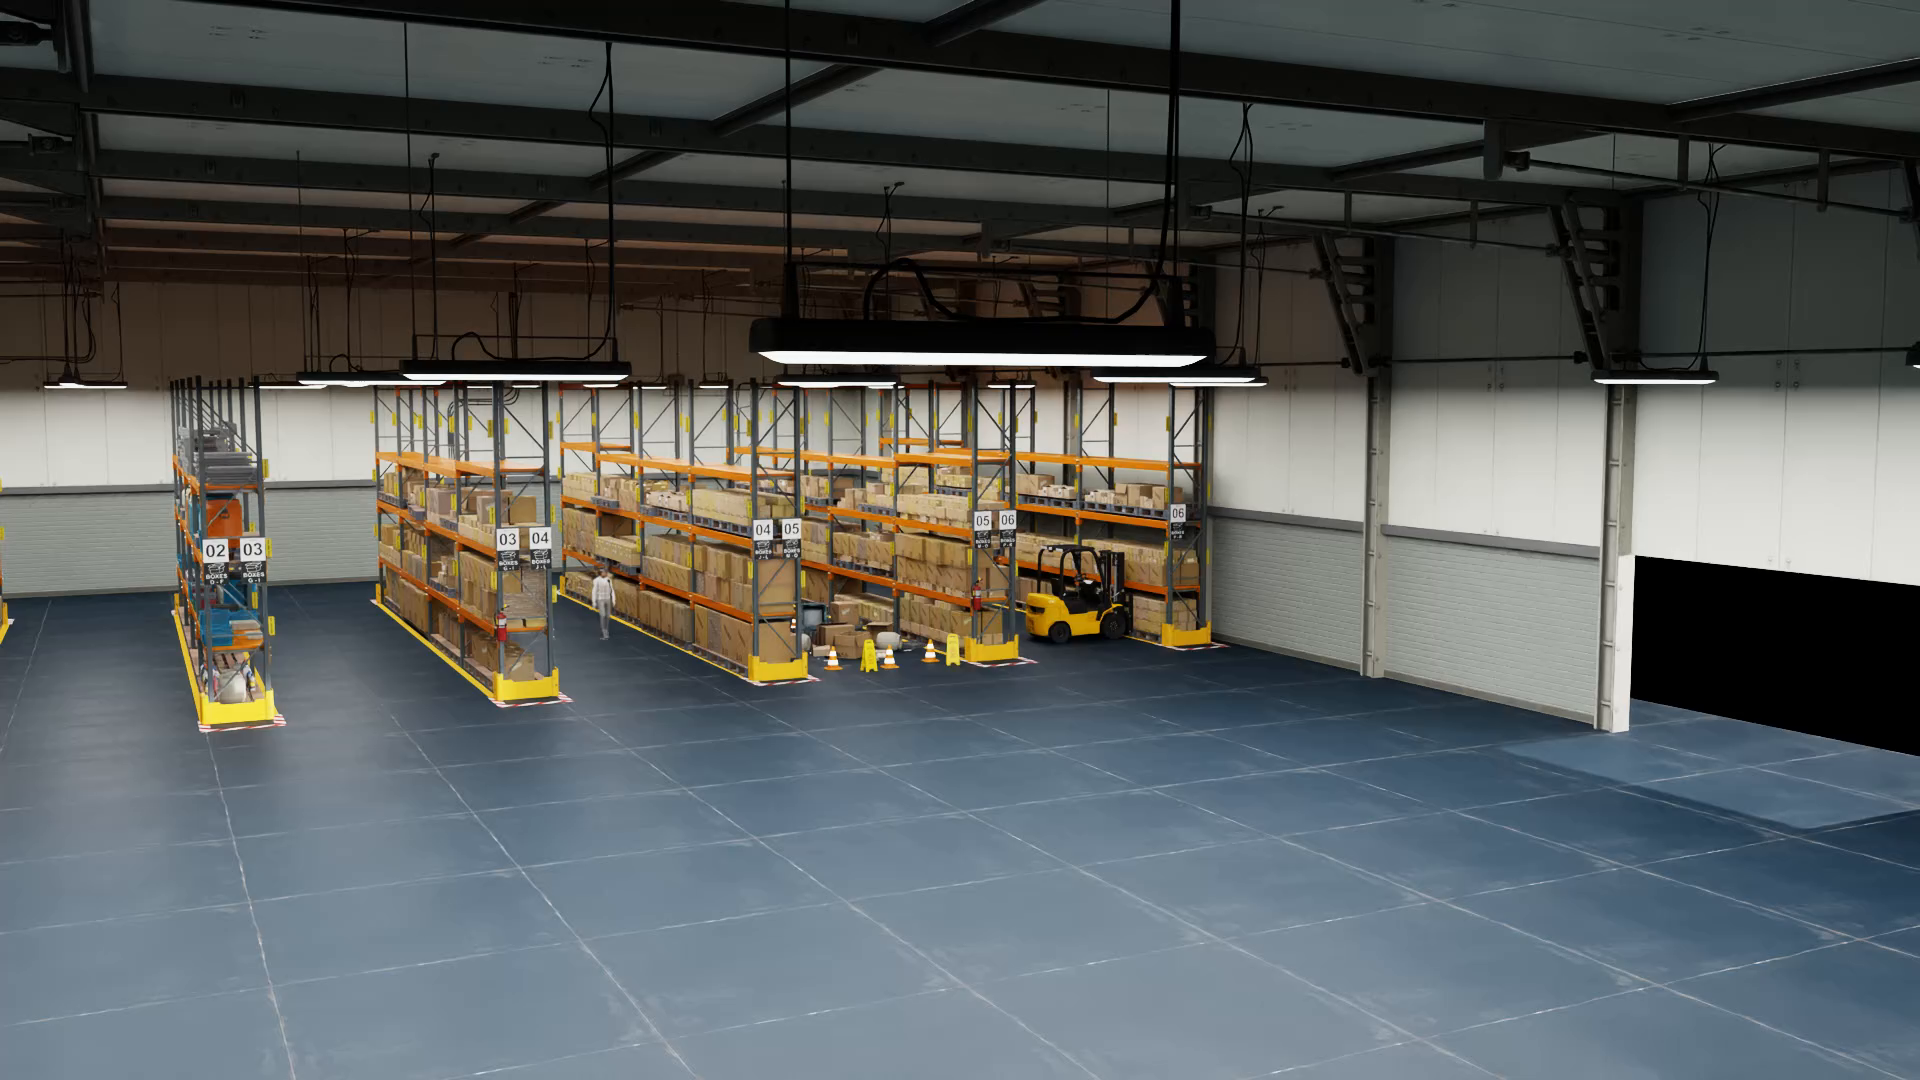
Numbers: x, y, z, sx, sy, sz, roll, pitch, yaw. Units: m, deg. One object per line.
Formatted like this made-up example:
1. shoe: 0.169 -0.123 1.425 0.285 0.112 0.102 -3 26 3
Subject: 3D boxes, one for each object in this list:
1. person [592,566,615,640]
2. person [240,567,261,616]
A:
1. person: -8.244 1.456 38.759 0.515 1.681 0.701 -4 6 -37
2. person: -18.028 1.130 42.177 0.507 1.664 0.475 -1 5 -6
